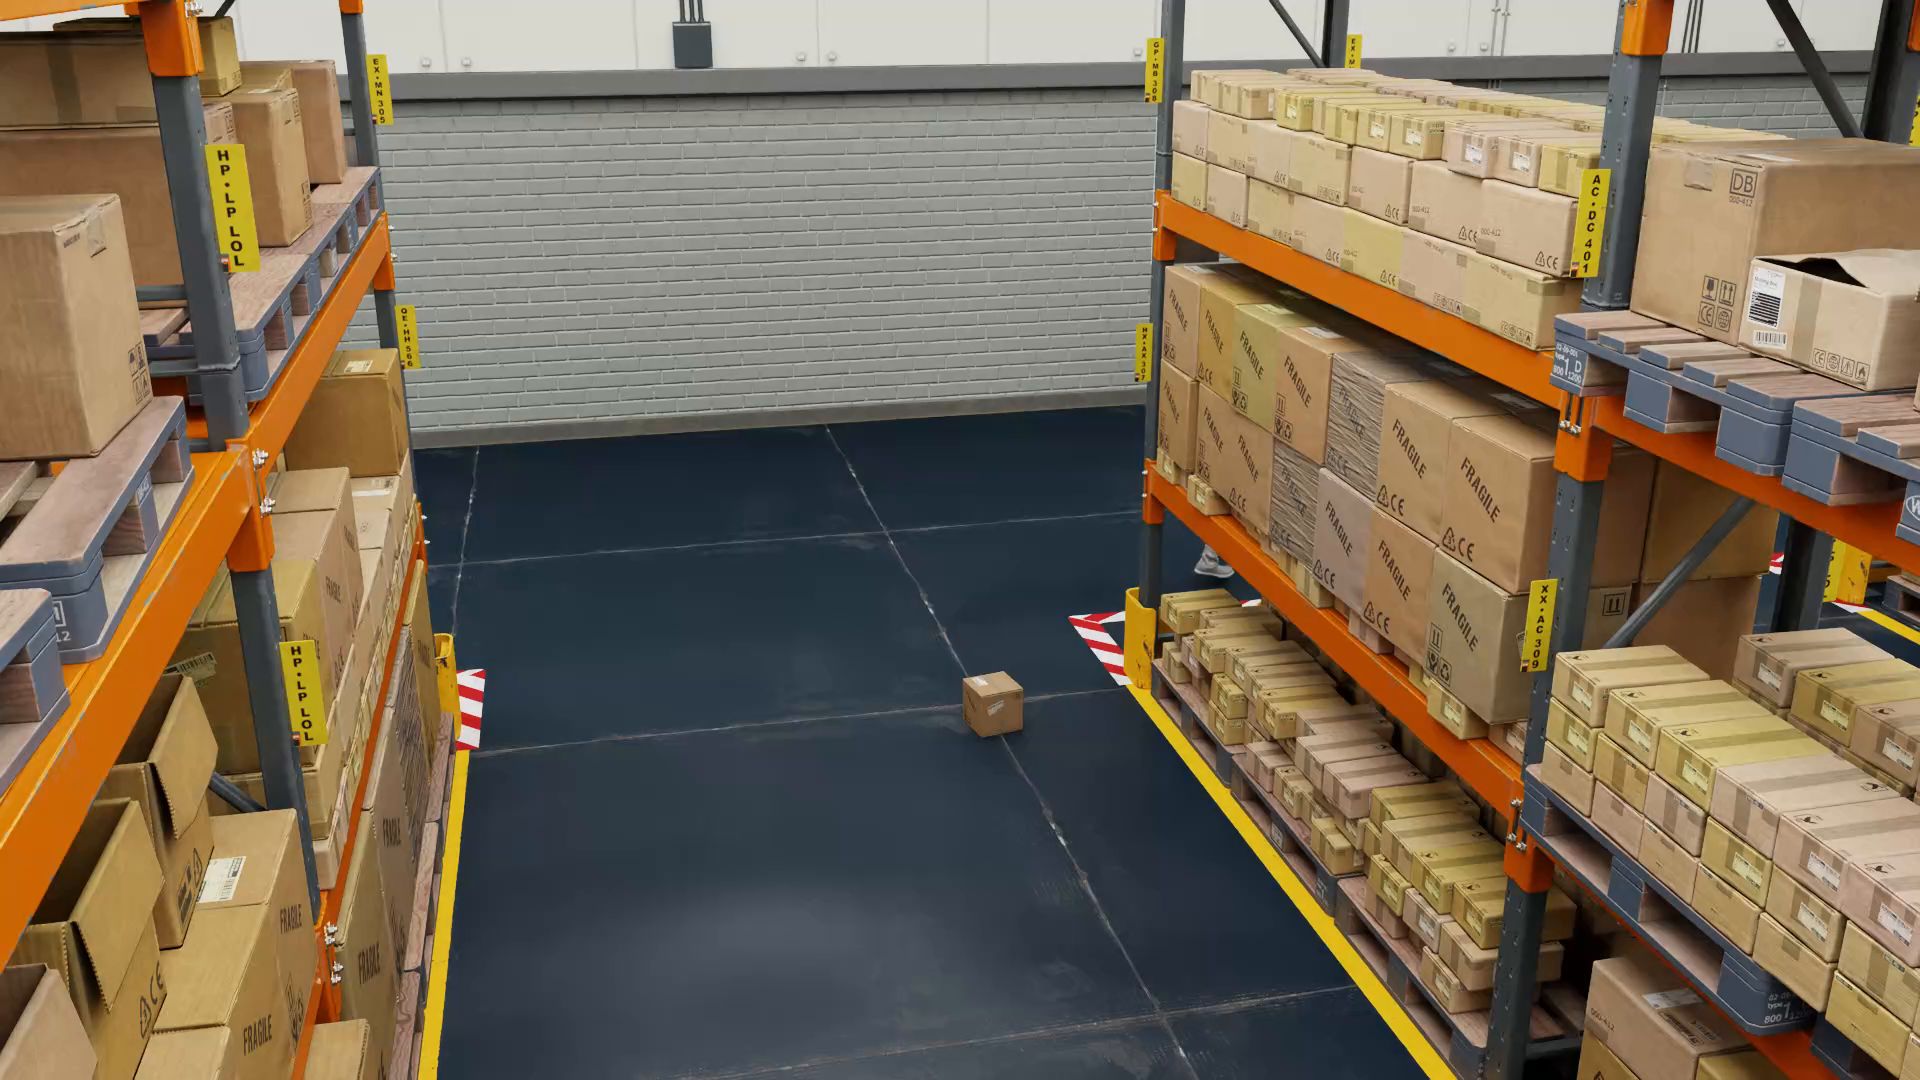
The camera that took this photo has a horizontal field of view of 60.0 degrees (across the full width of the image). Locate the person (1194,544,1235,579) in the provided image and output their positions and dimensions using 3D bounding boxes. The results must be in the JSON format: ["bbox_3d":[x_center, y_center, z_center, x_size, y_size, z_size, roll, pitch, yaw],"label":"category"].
[{"bbox_3d":[2.094,-0.514,10.942,1.036,1.615,0.479,-5,20,-14],"label":"person"}]
